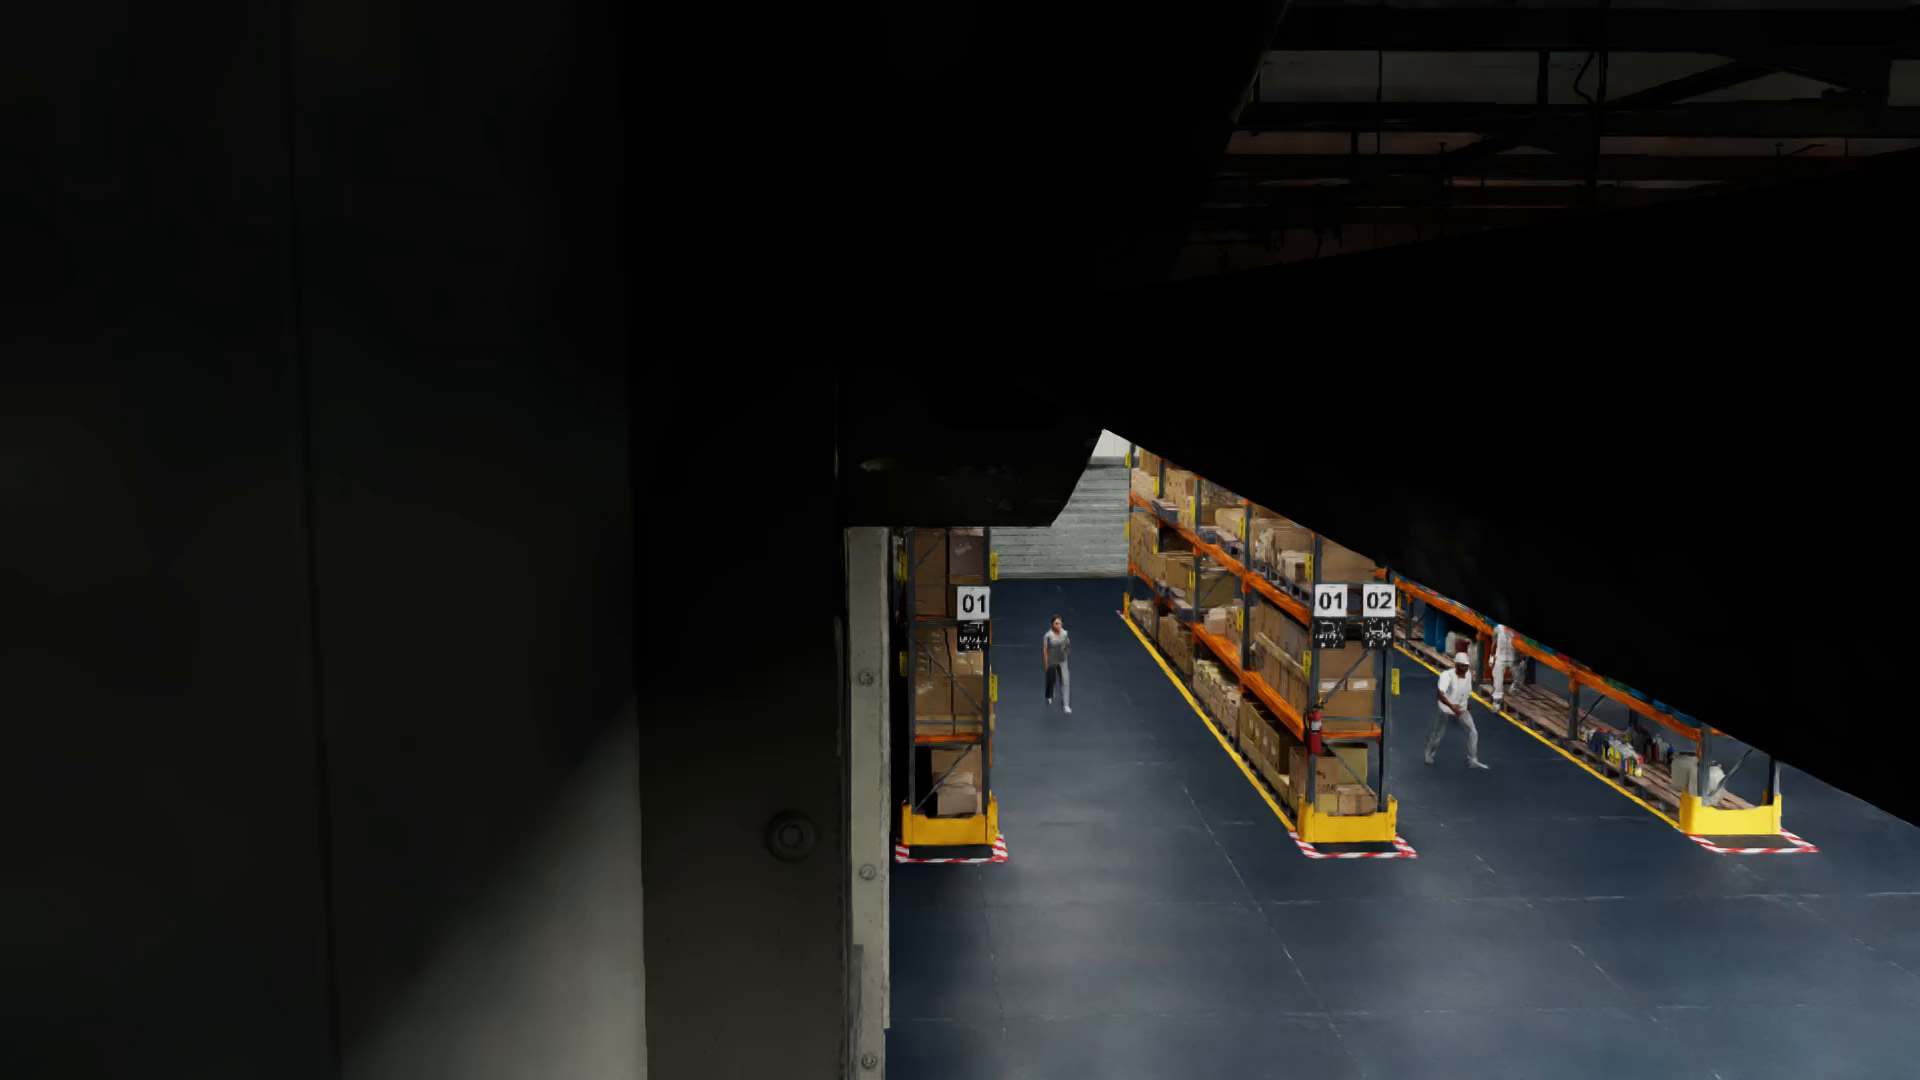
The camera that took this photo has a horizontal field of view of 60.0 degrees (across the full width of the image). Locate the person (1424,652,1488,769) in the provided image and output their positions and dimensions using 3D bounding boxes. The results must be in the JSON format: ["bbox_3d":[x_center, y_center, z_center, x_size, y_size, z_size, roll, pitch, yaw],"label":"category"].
[{"bbox_3d":[7.103,2.428,23.923,0.710,1.702,0.836,-2,8,-18],"label":"person"}]

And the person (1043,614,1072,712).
[{"bbox_3d":[1.589,2.005,27.496,0.448,1.586,1.098,-1,7,-5],"label":"person"}]

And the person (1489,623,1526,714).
[{"bbox_3d":[9.016,1.972,27.380,0.594,1.753,0.996,3,8,19],"label":"person"}]
